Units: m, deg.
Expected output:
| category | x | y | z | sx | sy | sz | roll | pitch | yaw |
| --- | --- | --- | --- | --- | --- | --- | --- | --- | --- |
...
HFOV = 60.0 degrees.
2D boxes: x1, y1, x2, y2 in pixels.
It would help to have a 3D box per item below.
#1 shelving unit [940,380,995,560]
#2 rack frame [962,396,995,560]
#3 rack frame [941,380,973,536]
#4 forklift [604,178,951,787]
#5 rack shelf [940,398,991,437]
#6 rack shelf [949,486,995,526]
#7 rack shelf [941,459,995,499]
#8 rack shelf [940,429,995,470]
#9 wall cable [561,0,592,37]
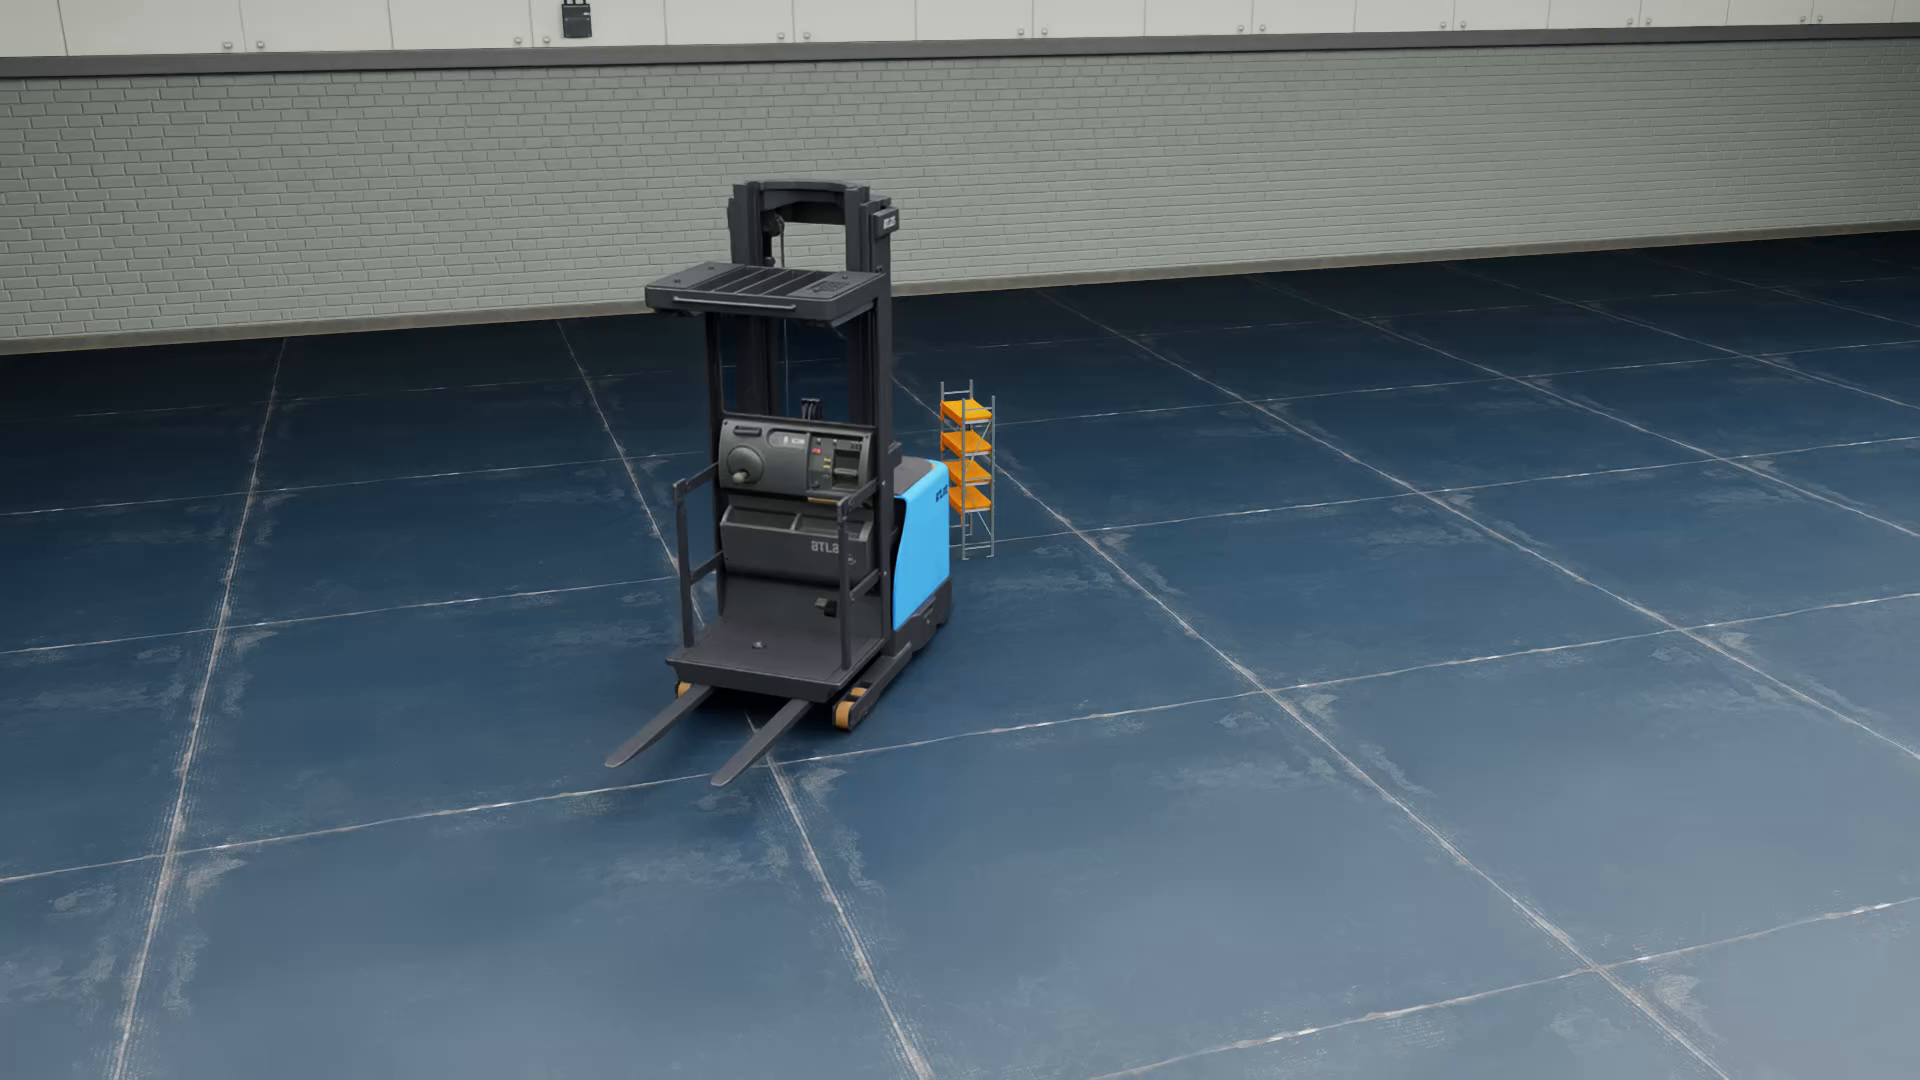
| category | x | y | z | sx | sy | sz | roll | pitch | yaw |
| --- | --- | --- | --- | --- | --- | --- | --- | --- | --- |
| shelving unit | 0.052 | -0.512 | 12.066 | 0.258 | 1.200 | 0.503 | -6 | 21 | -17 |
| rack frame | 0.129 | -0.433 | 11.848 | 0.240 | 1.200 | 0.015 | -6 | 21 | -17 |
| rack frame | -0.025 | -0.590 | 12.284 | 0.240 | 1.200 | 0.015 | -6 | 21 | -17 |
| forklift | -1.019 | -0.457 | 9.352 | 1.130 | 2.935 | 3.031 | 7 | 21 | 18 |
| rack shelf | 0.052 | -0.881 | 11.933 | 0.258 | 0.148 | 0.480 | -6 | 21 | -17 |
| rack shelf | 0.052 | -0.261 | 12.156 | 0.258 | 0.148 | 0.480 | -6 | 21 | -17 |
| rack shelf | 0.052 | -0.448 | 12.089 | 0.258 | 0.148 | 0.480 | -6 | 21 | -17 |
| rack shelf | 0.052 | -0.659 | 12.013 | 0.258 | 0.148 | 0.480 | -6 | 21 | -17 |
| wall cable | -3.354 | -8.603 | 18.026 | 2.305 | 6.003 | 0.169 | -6 | 21 | -17 |
